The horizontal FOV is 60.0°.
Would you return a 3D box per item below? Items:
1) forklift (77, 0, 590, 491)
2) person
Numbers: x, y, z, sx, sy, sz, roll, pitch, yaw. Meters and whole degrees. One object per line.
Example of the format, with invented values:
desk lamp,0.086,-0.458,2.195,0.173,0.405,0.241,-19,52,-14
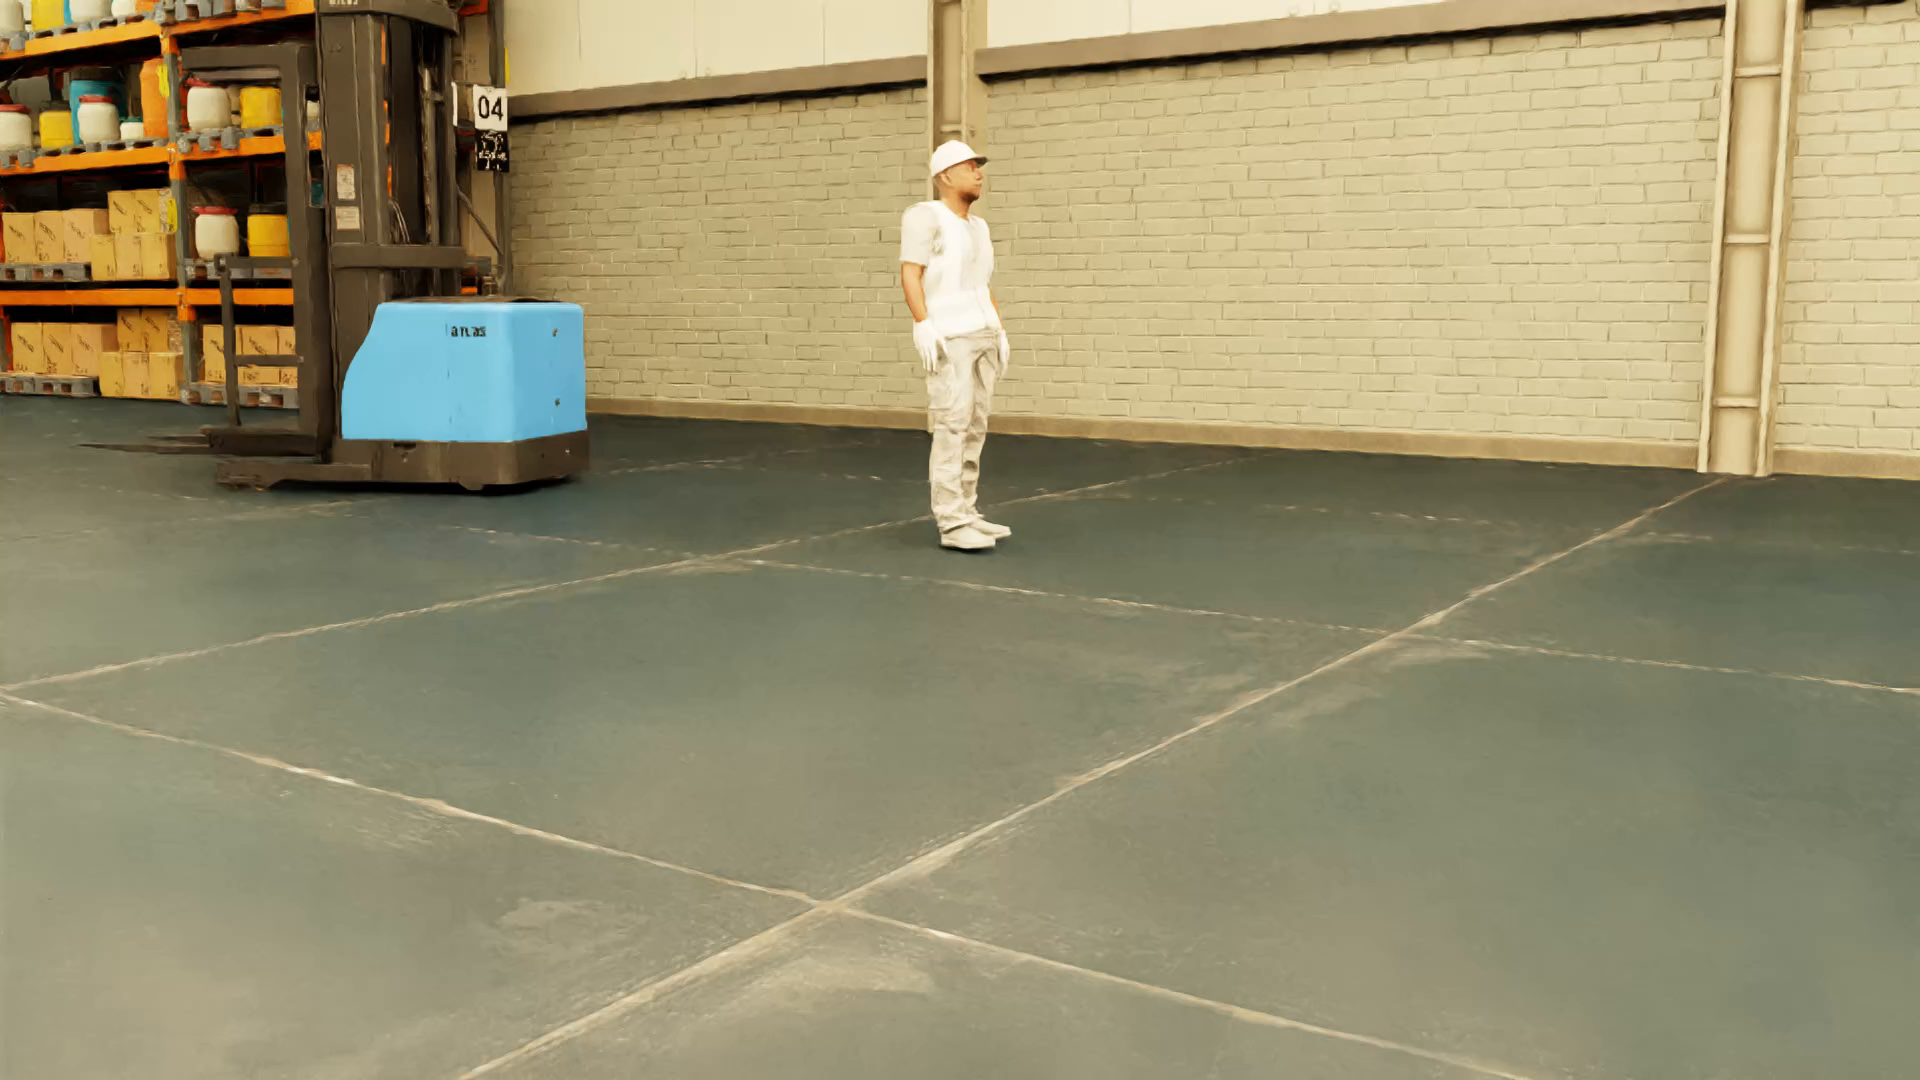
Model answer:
forklift,-3.840,-1.810,9.925,3.031,2.935,1.130,2,8,14
person,0.055,-0.883,7.431,0.576,1.782,0.655,5,10,34
